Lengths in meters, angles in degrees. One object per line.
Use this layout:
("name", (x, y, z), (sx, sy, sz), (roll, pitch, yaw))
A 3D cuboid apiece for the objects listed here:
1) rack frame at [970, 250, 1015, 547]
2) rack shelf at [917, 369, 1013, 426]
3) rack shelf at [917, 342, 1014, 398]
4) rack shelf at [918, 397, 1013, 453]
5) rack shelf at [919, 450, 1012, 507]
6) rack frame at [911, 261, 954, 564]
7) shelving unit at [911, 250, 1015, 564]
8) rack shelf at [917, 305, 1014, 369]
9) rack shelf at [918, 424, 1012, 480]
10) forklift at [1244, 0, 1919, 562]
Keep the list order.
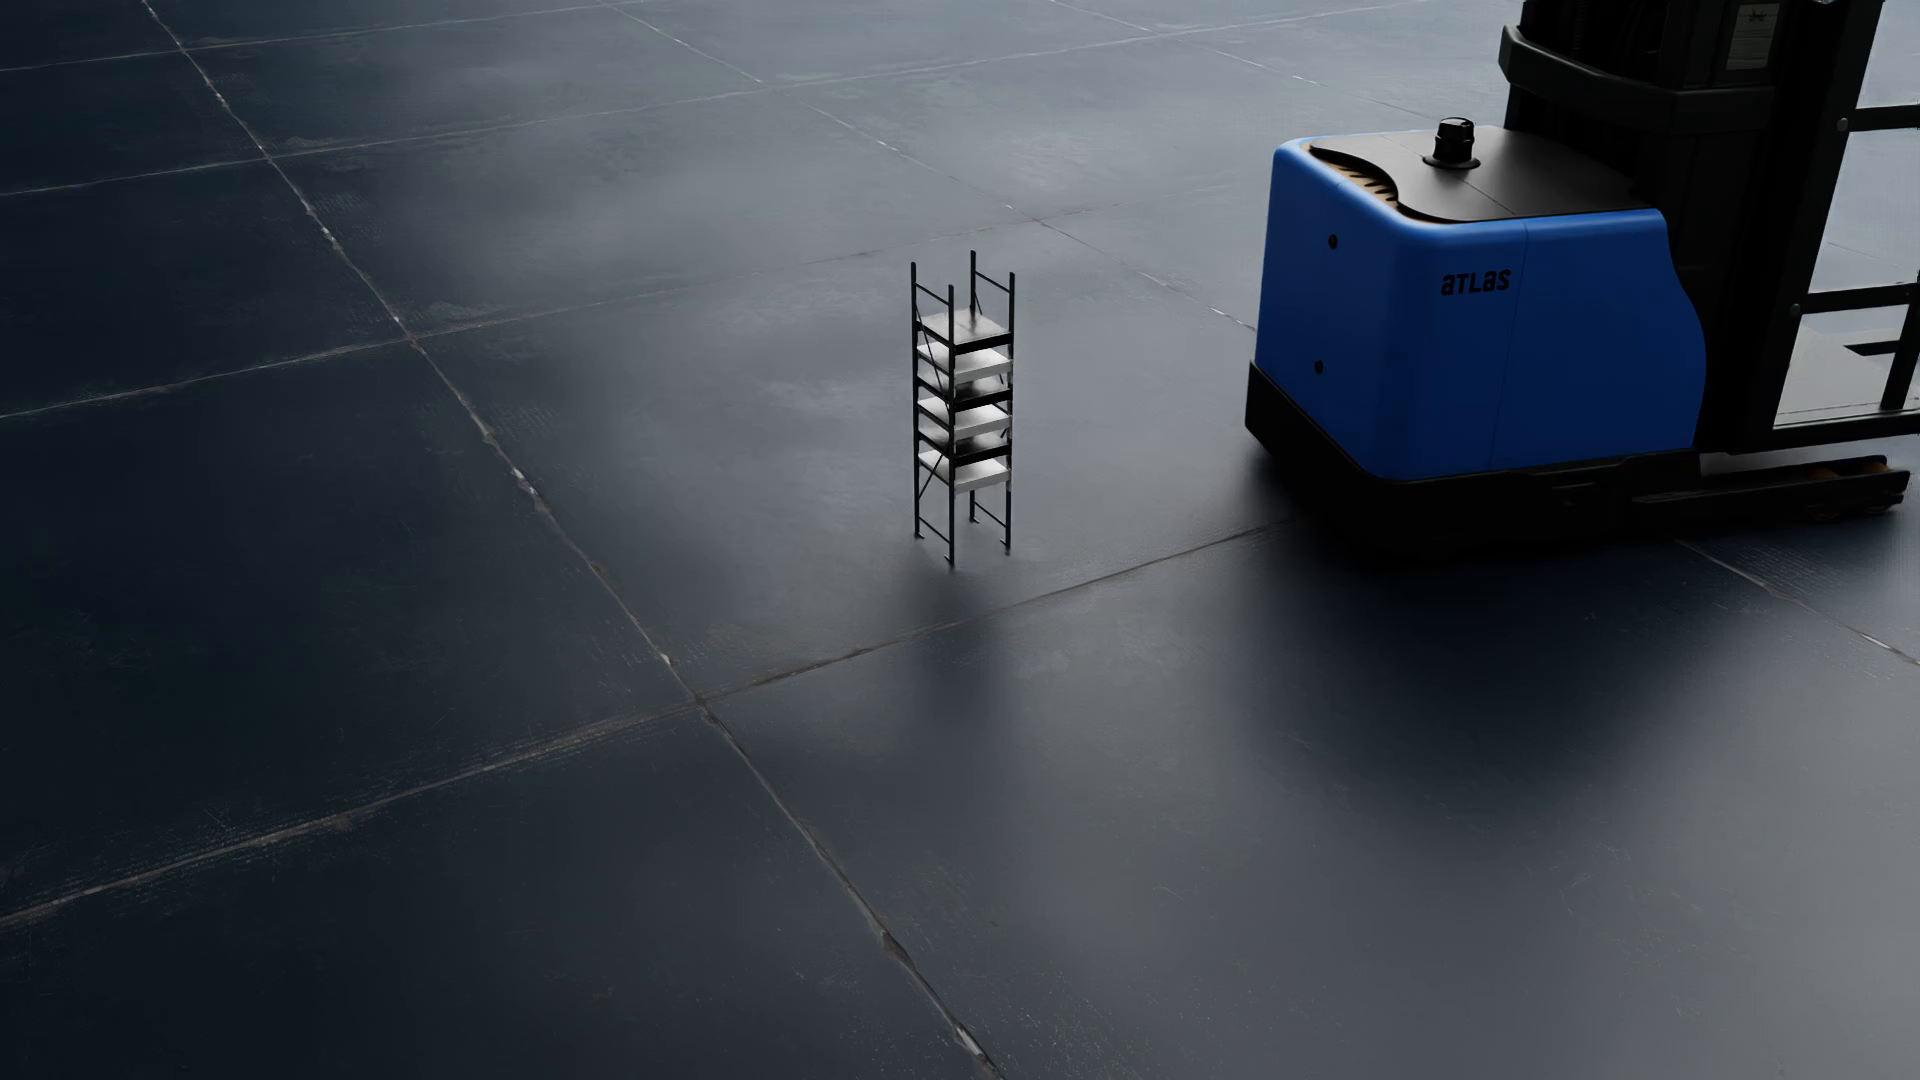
("rack frame", (0.095, -0.421, 5.081), (0.006, 0.900, 0.240), (-16, 33, -26))
("rack shelf", (0.007, -0.446, 5.009), (0.200, 0.077, 0.258), (-16, 33, -26))
("rack shelf", (0.007, -0.524, 4.965), (0.200, 0.077, 0.258), (-16, 33, -26))
("rack shelf", (0.007, -0.367, 5.052), (0.200, 0.077, 0.258), (-16, 33, -26))
("rack shelf", (0.007, -0.209, 5.139), (0.200, 0.077, 0.258), (-16, 33, -26))
("rack frame", (-0.081, -0.371, 4.991), (0.006, 0.900, 0.240), (-16, 33, -26))
("shelving unit", (0.007, -0.396, 5.036), (0.210, 0.900, 0.258), (-16, 33, -26))
("rack shelf", (0.007, -0.603, 4.922), (0.200, 0.077, 0.258), (-16, 33, -26))
("rack shelf", (0.007, -0.288, 5.096), (0.200, 0.077, 0.258), (-16, 33, -26))
("forklift", (2.572, -1.586, 5.091), (3.031, 2.935, 1.130), (-7, 30, -12))
